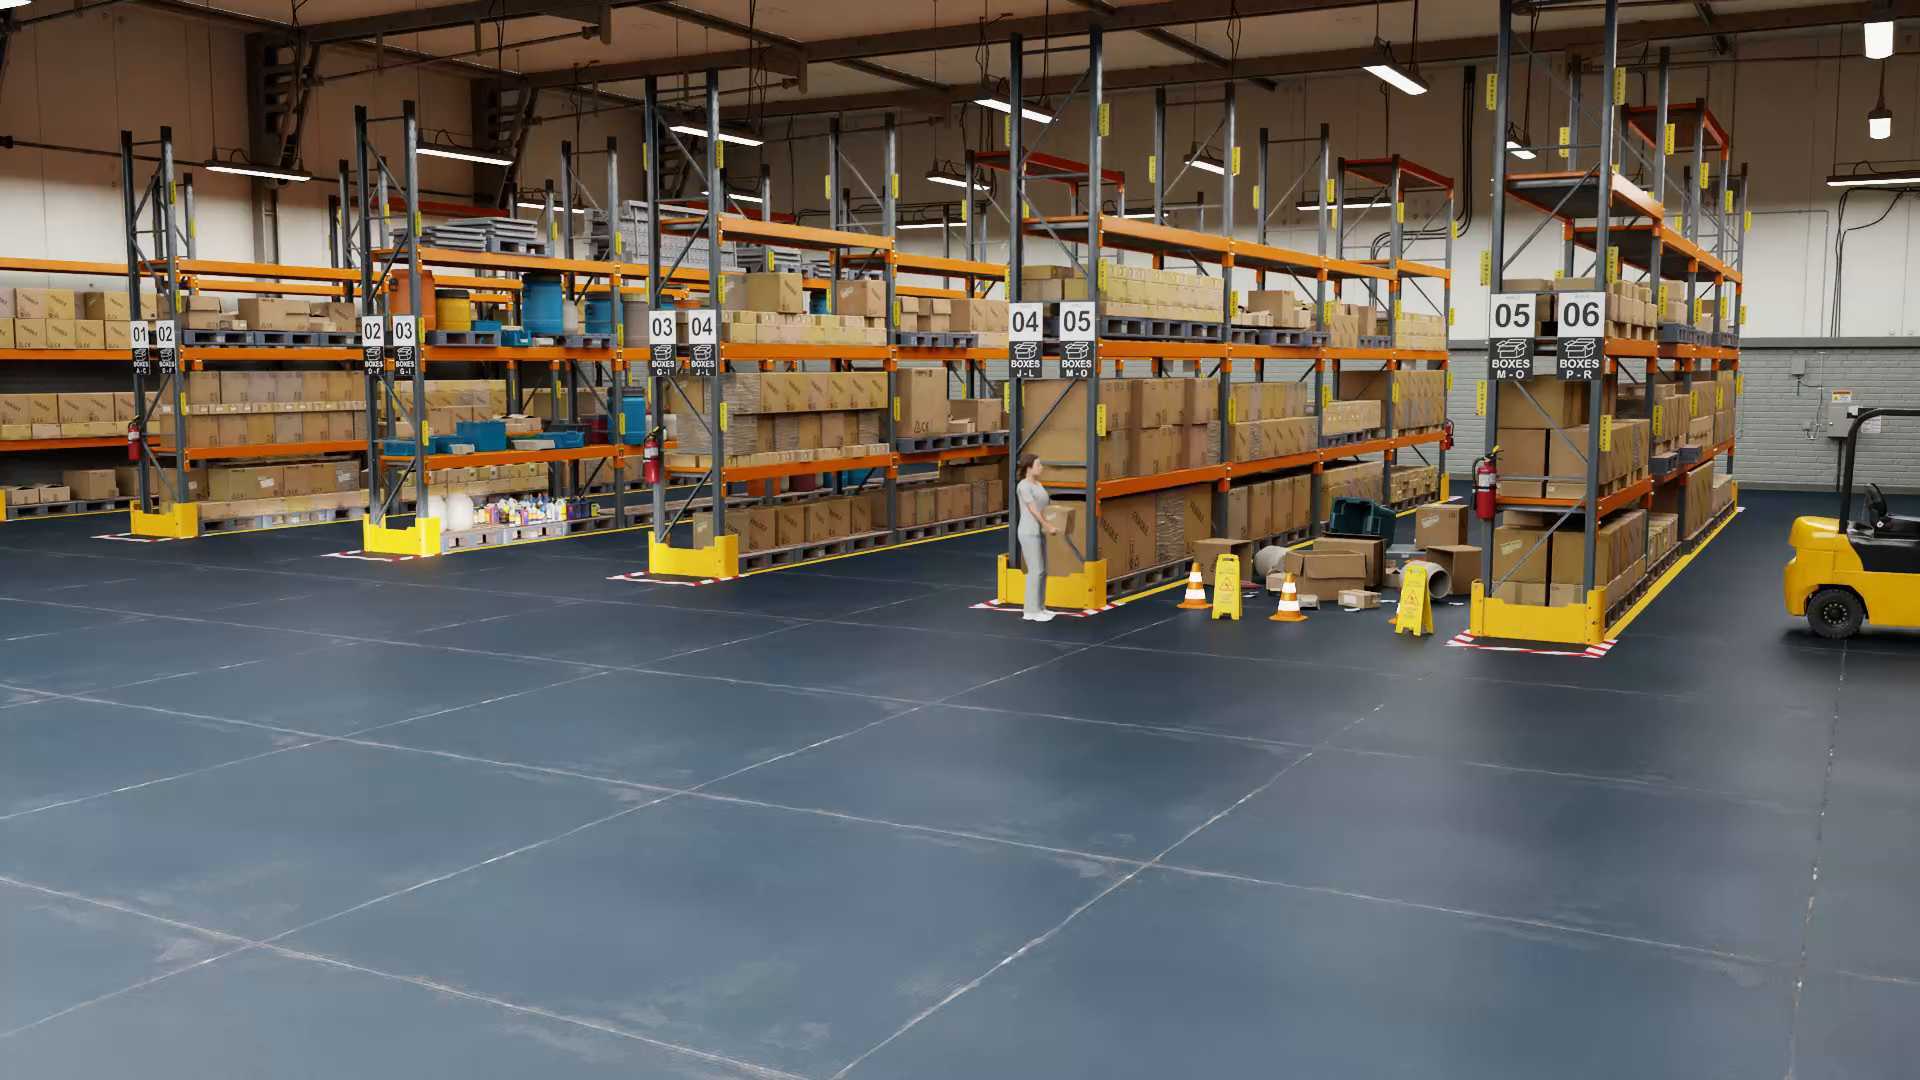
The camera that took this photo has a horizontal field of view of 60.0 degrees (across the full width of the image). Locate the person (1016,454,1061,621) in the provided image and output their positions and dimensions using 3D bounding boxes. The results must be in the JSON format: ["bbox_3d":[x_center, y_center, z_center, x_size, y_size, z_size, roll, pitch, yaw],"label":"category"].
[{"bbox_3d":[0.810,-0.030,16.681,0.548,1.665,0.434,3,7,24],"label":"person"}]
